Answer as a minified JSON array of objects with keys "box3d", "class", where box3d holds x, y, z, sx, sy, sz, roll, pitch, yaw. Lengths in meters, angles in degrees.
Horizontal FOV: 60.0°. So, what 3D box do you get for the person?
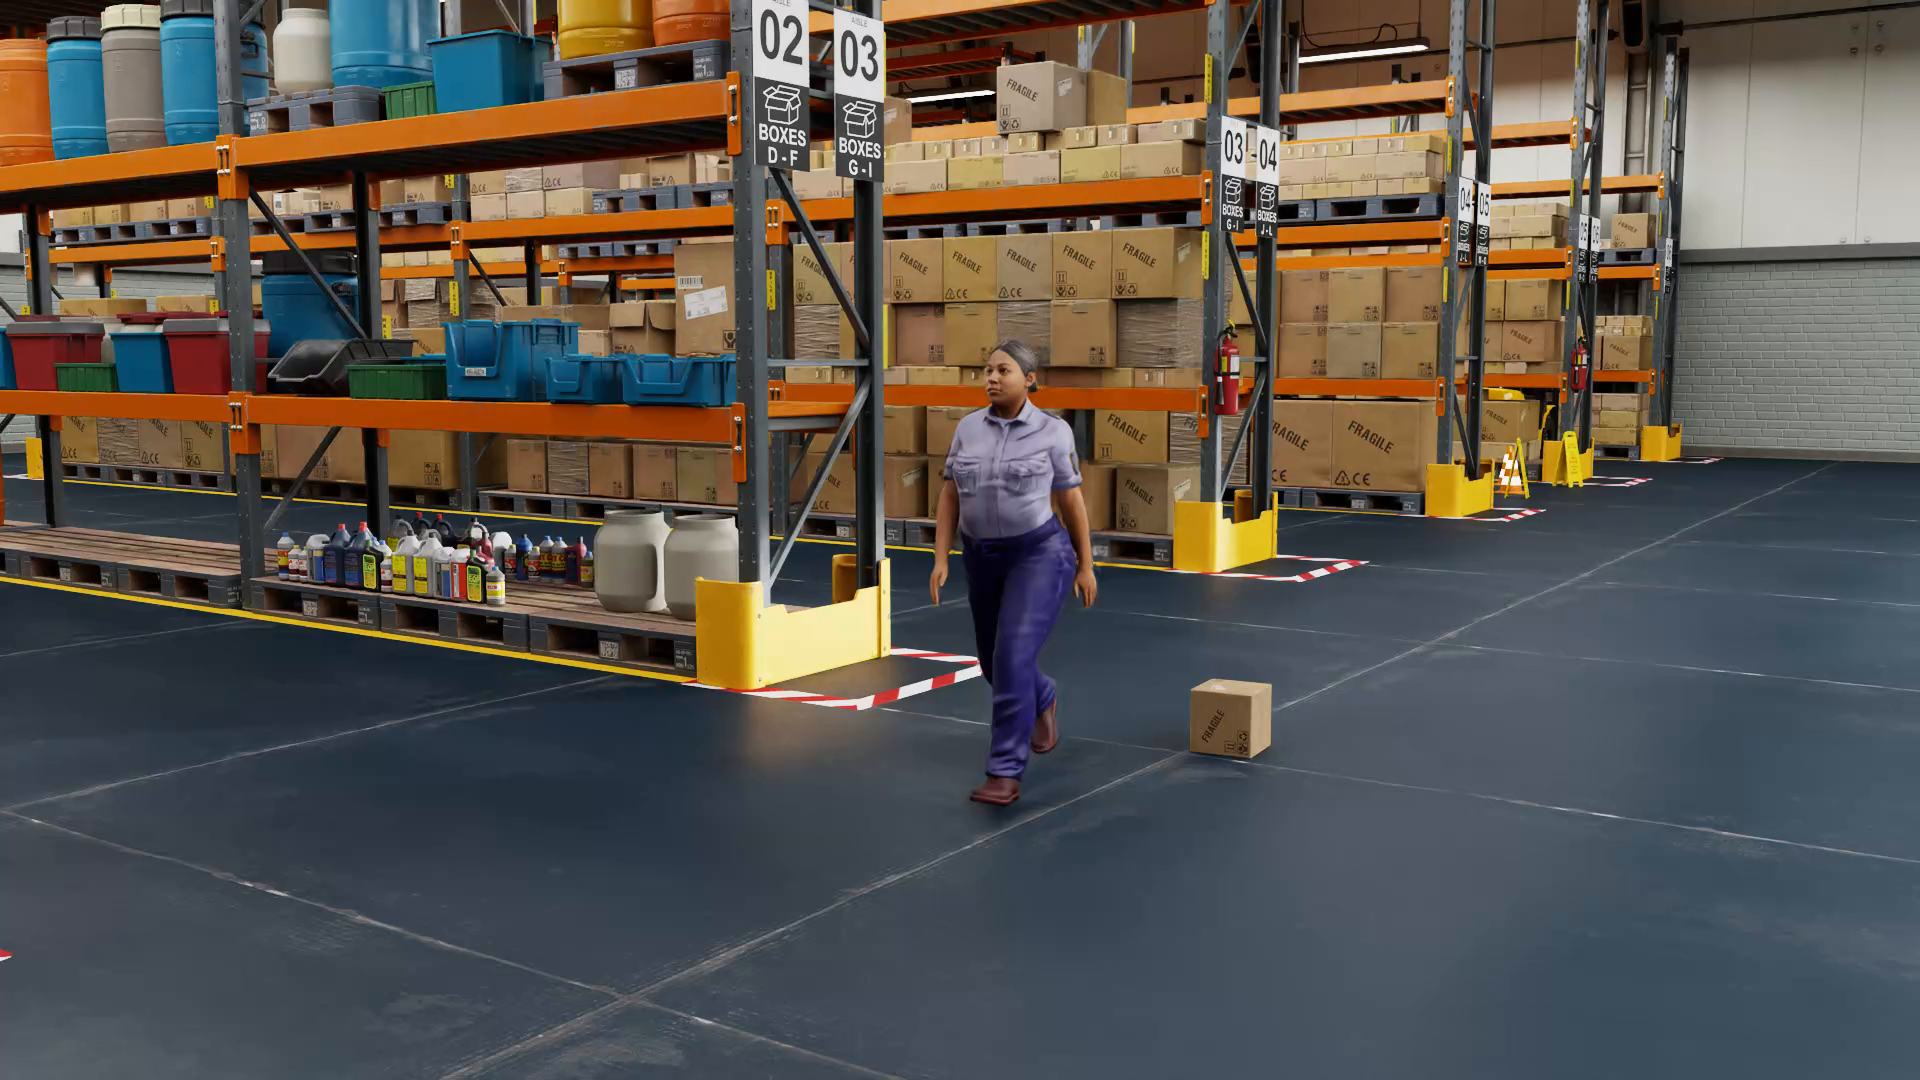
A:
[{"box3d":[0.203,0.086,5.978,0.516,1.573,1.015,3,7,28],"class":"person"}]
